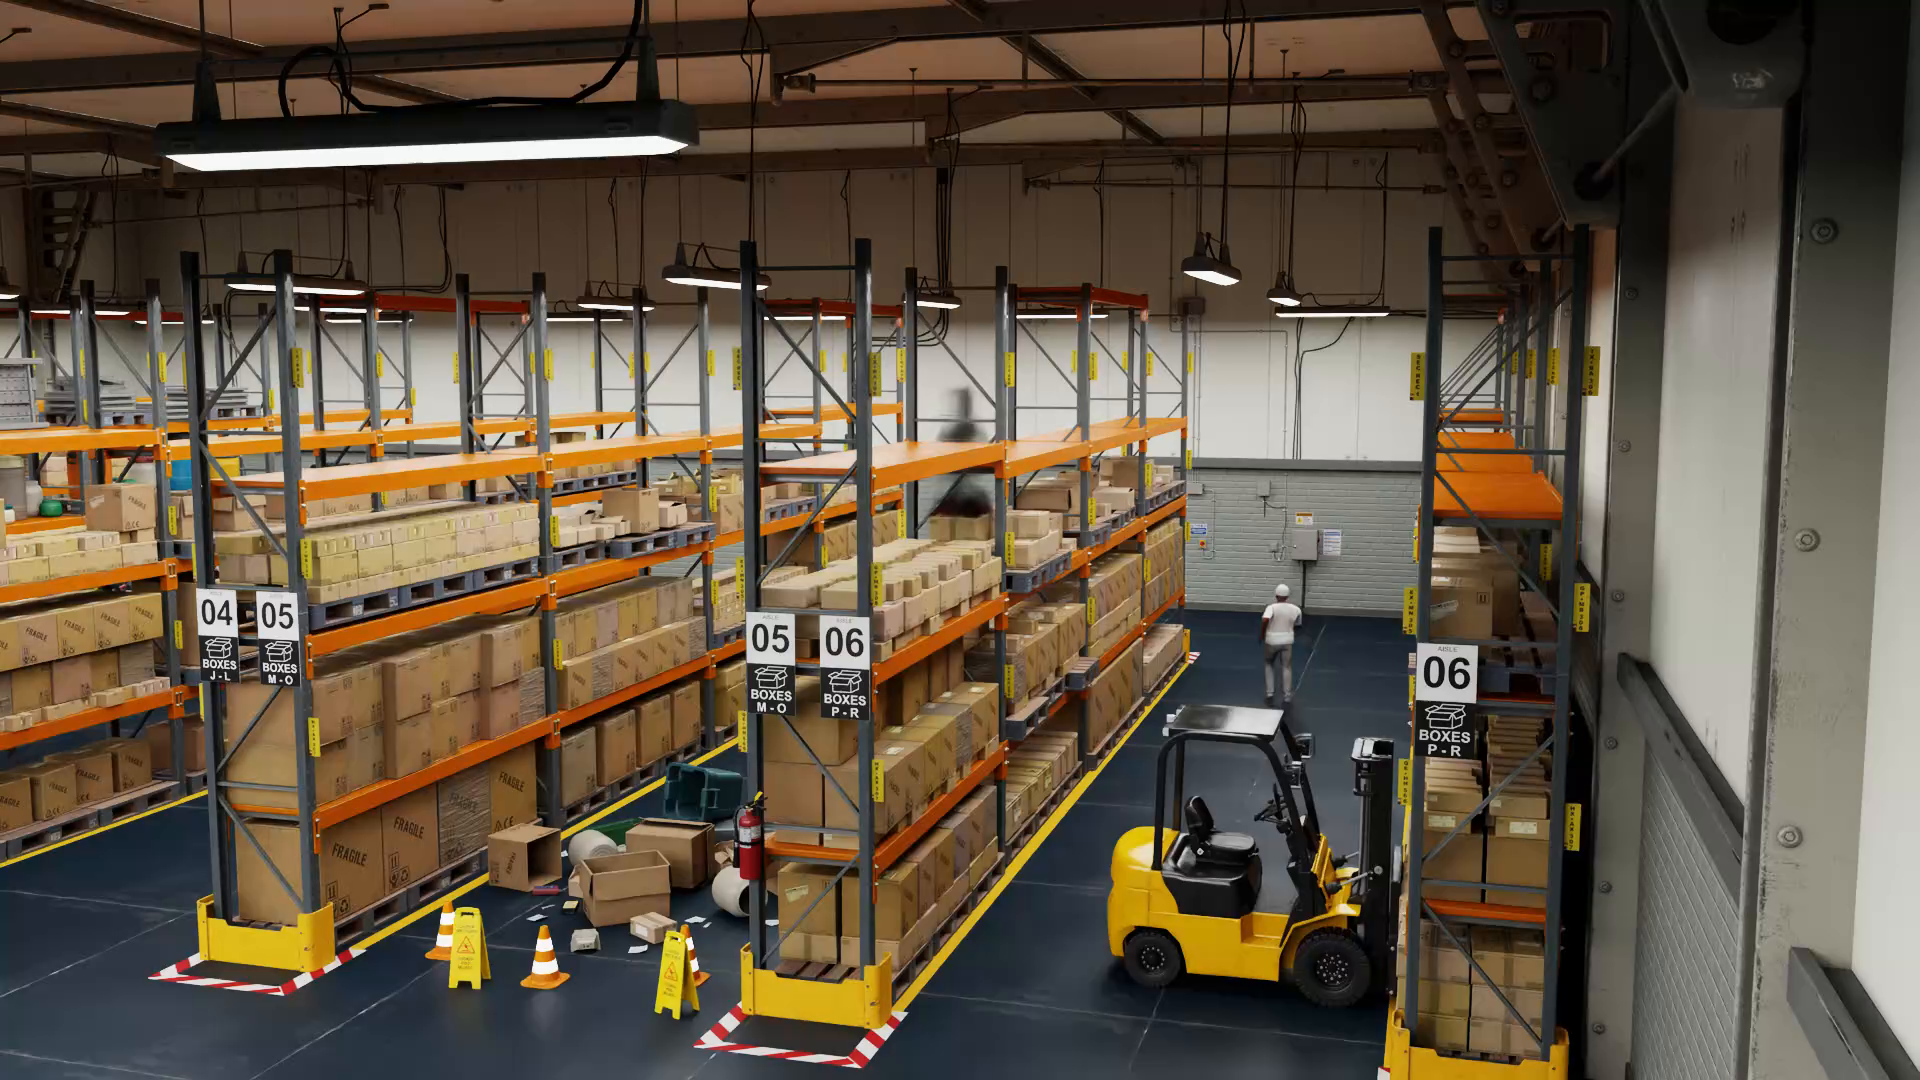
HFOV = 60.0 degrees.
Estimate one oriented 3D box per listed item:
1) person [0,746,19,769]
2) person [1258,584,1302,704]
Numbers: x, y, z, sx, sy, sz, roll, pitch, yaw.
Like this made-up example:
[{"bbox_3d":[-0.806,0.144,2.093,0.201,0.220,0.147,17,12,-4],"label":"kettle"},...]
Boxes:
[{"bbox_3d":[-11.998,2.015,20.608,0.661,1.731,0.585,1,6,10],"label":"person"},{"bbox_3d":[4.698,1.556,24.423,0.665,1.824,0.782,0,6,0],"label":"person"}]
